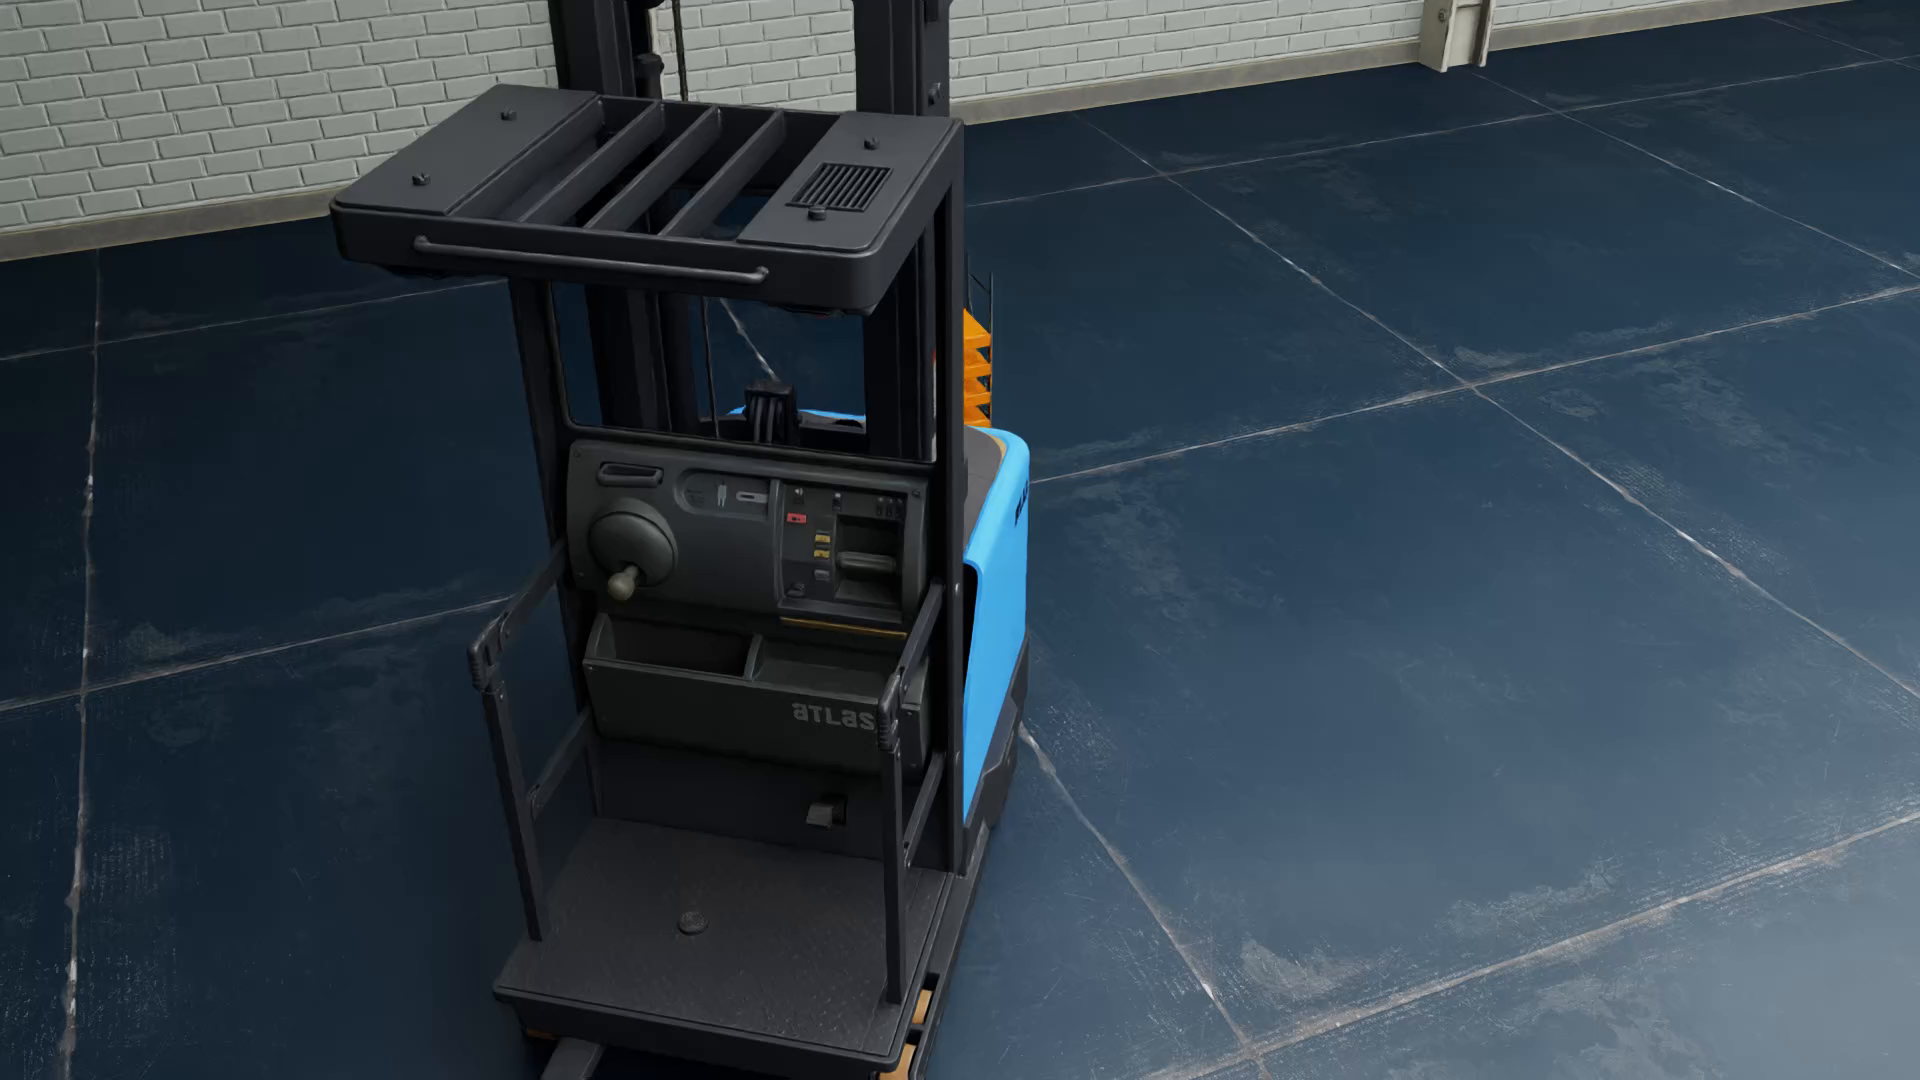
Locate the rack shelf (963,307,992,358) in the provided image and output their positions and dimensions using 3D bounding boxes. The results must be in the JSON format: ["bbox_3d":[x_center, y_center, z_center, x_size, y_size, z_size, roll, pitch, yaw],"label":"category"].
[{"bbox_3d":[-0.013,-0.764,6.246,0.180,0.103,0.258,-13,35,-19],"label":"rack shelf"}]

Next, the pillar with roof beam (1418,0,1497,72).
[{"bbox_3d":[5.226,-5.071,6.292,0.400,9.000,9.100,-13,35,-19],"label":"pillar with roof beam"}]

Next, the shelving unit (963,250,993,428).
[{"bbox_3d":[-0.013,-0.500,6.418,0.189,1.200,0.258,-13,35,-19],"label":"shelving unit"}]

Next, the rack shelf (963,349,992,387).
[{"bbox_3d":[-0.013,-0.664,6.311,0.180,0.103,0.258,-13,35,-19],"label":"rack shelf"}]

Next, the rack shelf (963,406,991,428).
[{"bbox_3d":[-0.013,-0.463,6.442,0.180,0.103,0.258,-13,35,-19],"label":"rack shelf"}]

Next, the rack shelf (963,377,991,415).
[{"bbox_3d":[-0.013,-0.563,6.377,0.180,0.103,0.258,-13,35,-19],"label":"rack shelf"}]

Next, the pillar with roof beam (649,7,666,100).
[{"bbox_3d":[-0.306,-3.804,4.345,0.400,9.000,9.100,-13,35,-19],"label":"pillar with roof beam"}]

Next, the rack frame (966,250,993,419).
[{"bbox_3d":[0.071,-0.519,6.448,0.006,1.200,0.240,-13,35,-19],"label":"rack frame"}]

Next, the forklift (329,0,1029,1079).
[{"bbox_3d":[-0.586,0.049,3.988,1.130,2.935,3.031,7,34,11],"label":"forklift"}]
